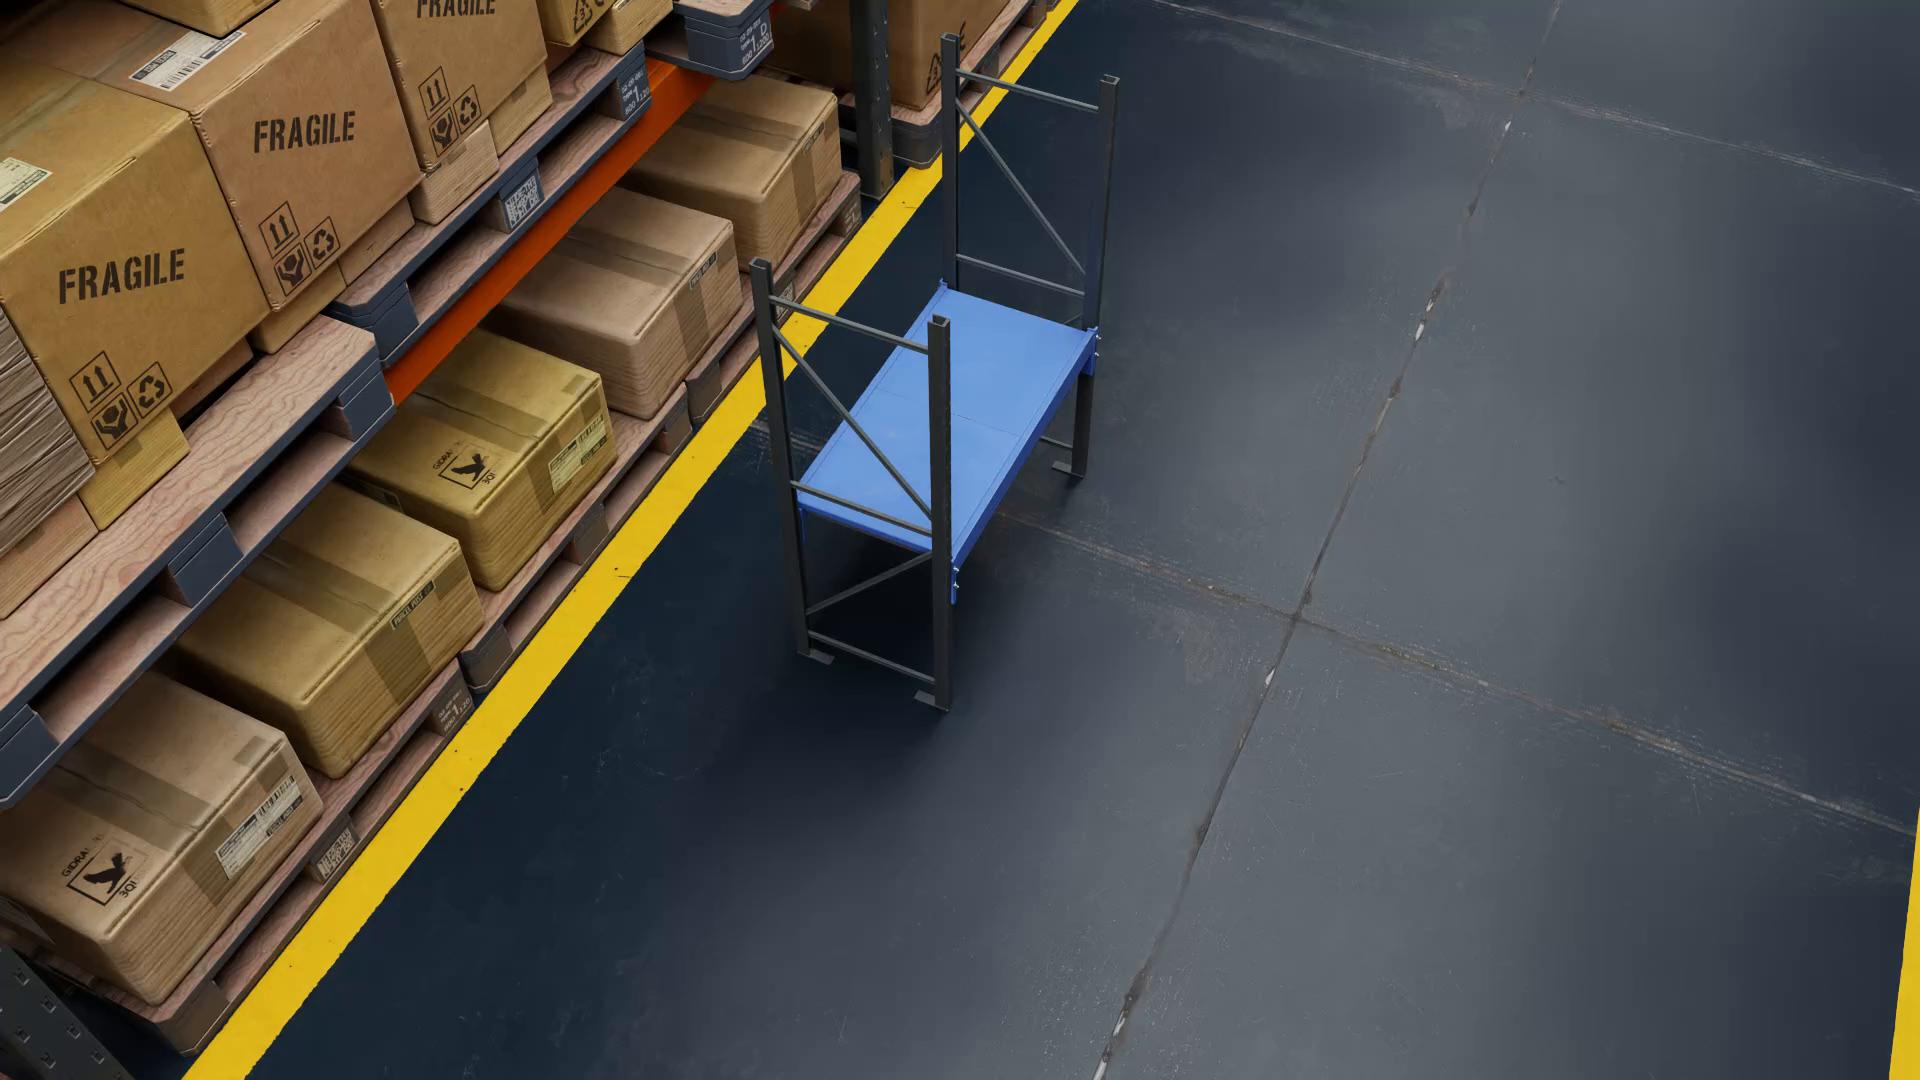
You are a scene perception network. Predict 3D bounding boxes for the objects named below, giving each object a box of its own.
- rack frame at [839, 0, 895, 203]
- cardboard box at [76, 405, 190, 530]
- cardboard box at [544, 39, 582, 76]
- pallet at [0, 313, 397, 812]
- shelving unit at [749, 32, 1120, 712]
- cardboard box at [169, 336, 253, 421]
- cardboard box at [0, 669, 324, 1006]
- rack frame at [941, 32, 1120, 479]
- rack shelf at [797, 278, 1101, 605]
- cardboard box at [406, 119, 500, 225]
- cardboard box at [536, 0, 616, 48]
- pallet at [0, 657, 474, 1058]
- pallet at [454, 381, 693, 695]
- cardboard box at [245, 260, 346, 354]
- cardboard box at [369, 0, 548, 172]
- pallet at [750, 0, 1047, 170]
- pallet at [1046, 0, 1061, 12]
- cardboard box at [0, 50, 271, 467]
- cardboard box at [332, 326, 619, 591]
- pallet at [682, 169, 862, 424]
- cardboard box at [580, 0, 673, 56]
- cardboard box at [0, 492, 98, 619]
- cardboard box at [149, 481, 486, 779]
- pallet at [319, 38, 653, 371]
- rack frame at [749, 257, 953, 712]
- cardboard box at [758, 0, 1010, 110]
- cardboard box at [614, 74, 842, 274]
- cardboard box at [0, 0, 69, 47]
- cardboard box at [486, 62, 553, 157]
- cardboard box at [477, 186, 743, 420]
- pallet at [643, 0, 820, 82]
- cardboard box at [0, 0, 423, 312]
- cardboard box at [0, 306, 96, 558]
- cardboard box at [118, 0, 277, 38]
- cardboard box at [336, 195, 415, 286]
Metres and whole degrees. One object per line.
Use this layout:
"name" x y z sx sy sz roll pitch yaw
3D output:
"rack frame" -0.730 -2.463 5.377 1.000 3.000 0.127 20 52 16
"cardboard box" -1.803 -0.211 3.349 0.380 0.149 0.250 21 53 17
"cardboard box" -1.215 -1.323 4.295 0.380 0.149 0.250 20 53 16
"pallet" -1.981 -0.126 3.514 1.003 0.211 1.213 20 52 16
"shelving unit" -0.036 -0.427 4.629 0.538 1.500 1.048 20 52 16
"cardboard box" -1.751 -0.431 3.536 0.380 0.149 0.250 23 53 18
"cardboard box" -2.218 0.644 4.182 0.950 0.372 0.625 20 53 17
"rack frame" 0.181 -0.777 4.927 0.500 1.500 0.032 20 52 16
"rack shelf" -0.036 -0.311 4.766 0.538 0.185 1.000 20 52 16
"cardboard box" -1.336 -0.930 3.961 0.380 0.149 0.250 22 53 17
"cardboard box" -1.099 -1.617 4.120 0.500 0.500 0.500 17 52 14
"pallet" -2.108 0.658 4.552 1.003 0.211 1.213 20 52 16
"pallet" -1.588 -0.185 5.269 1.003 0.211 1.213 20 52 16
"cardboard box" -1.603 -0.594 3.675 0.380 0.149 0.250 21 53 17
"cardboard box" -1.333 -1.242 3.800 0.500 0.500 0.500 18 52 15
"pallet" -0.326 -2.078 6.880 1.003 0.211 1.213 20 52 16
"pallet" 0.197 -2.915 7.592 1.003 0.211 1.213 20 52 16
"cardboard box" -1.766 -0.549 3.211 0.500 0.500 0.500 20 52 16
"cardboard box" -1.618 -0.331 5.012 0.950 0.372 0.625 21 53 17
"pallet" -1.066 -1.022 5.981 1.003 0.211 1.213 20 52 16
"cardboard box" -0.994 -1.455 4.408 0.380 0.149 0.250 21 53 17
"cardboard box" -1.918 -0.042 3.205 0.380 0.149 0.250 21 53 17
"cardboard box" -1.913 0.148 4.604 0.950 0.372 0.625 23 53 18
"pallet" -1.539 -1.025 4.278 1.003 0.211 1.213 20 52 16
"rack frame" -0.254 -0.077 4.331 0.500 1.500 0.032 20 52 16
"cardboard box" -0.360 -2.360 6.408 0.875 0.875 0.875 19 52 16
"cardboard box" -0.981 -1.362 5.889 0.950 0.372 0.625 17 52 14
"cardboard box" -2.013 -1.062 3.647 0.500 0.500 0.500 21 53 17
"cardboard box" -1.248 -1.123 4.125 0.380 0.149 0.250 18 52 15
"cardboard box" -1.289 -0.851 5.455 0.950 0.372 0.625 19 52 15
"pallet" -0.939 -1.876 5.003 1.213 0.211 1.003 20 52 16
"cardboard box" -1.543 -0.885 3.496 0.500 0.500 0.500 20 52 16
"cardboard box" -1.980 -0.203 2.917 0.500 0.500 0.500 21 53 17
"cardboard box" -1.548 -1.175 3.317 0.380 0.149 0.250 23 53 18
"cardboard box" -1.496 -0.764 3.820 0.380 0.149 0.250 20 53 16
